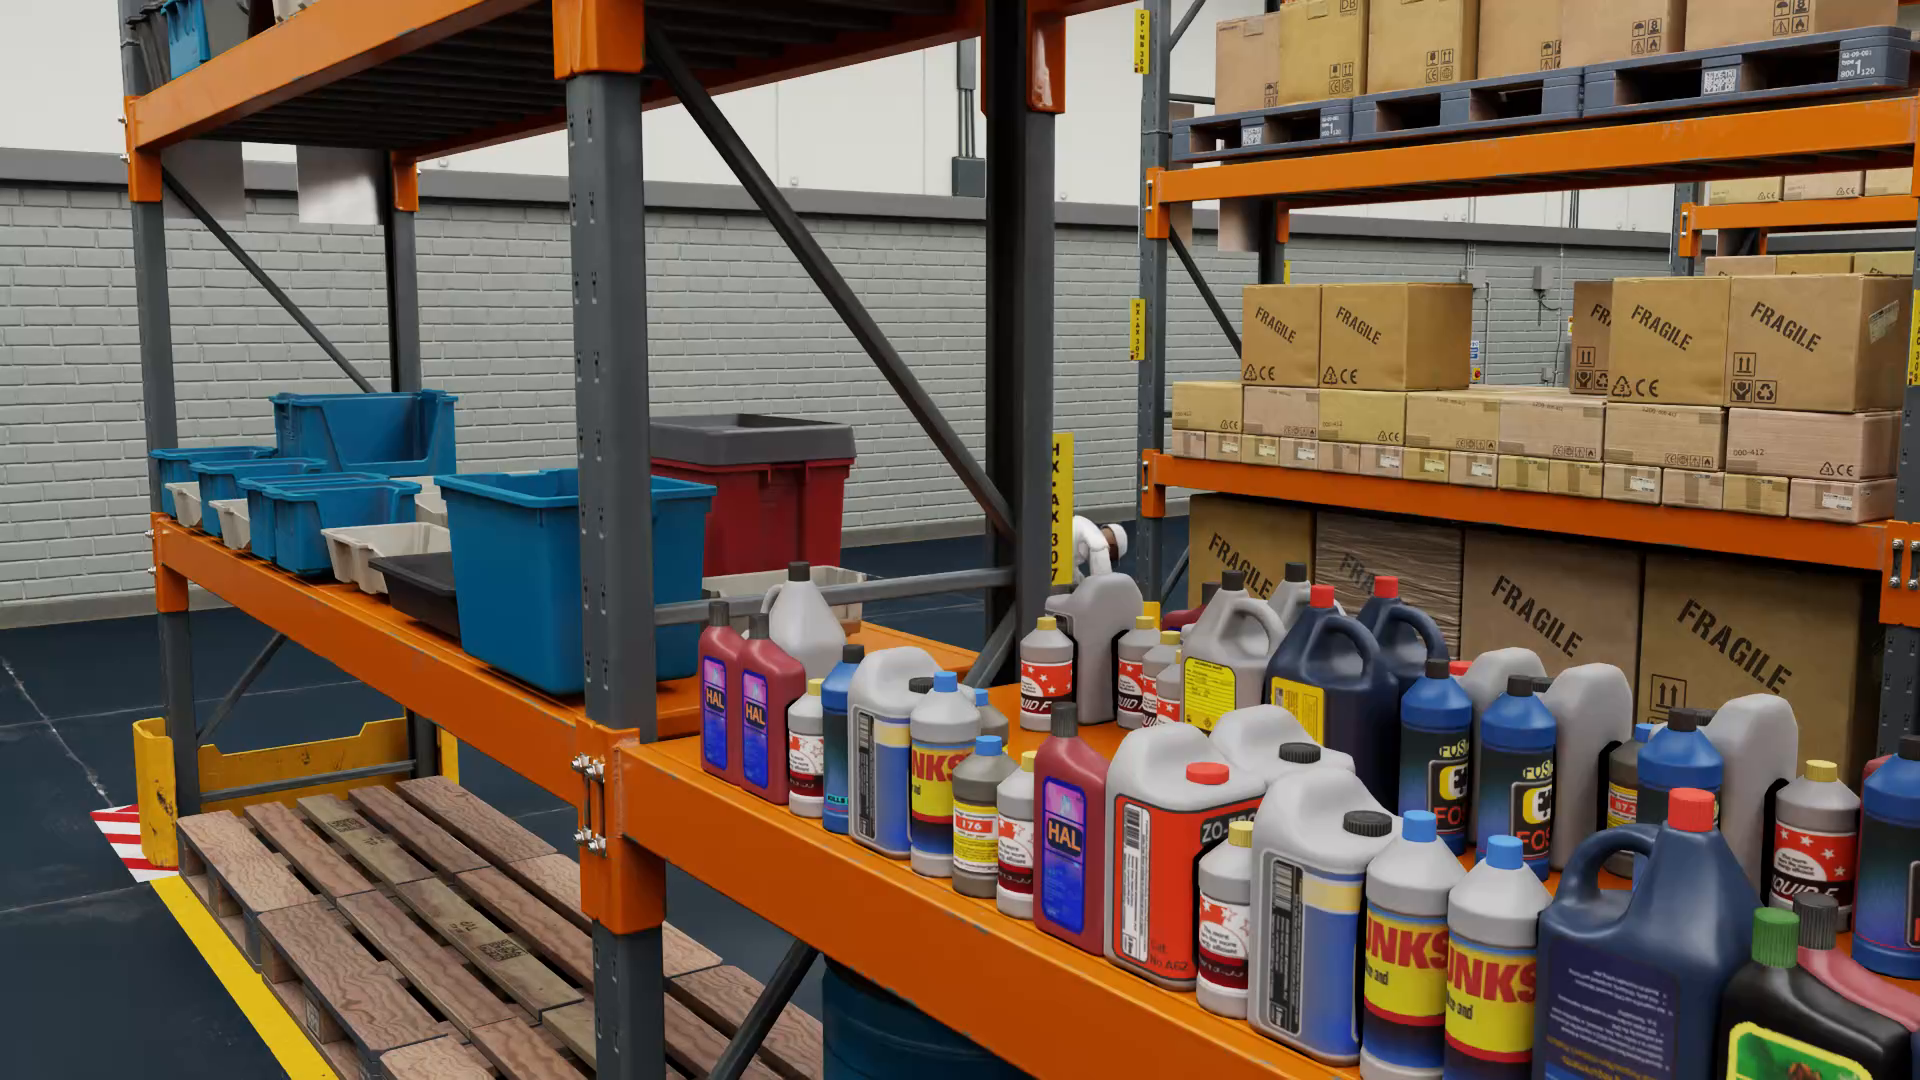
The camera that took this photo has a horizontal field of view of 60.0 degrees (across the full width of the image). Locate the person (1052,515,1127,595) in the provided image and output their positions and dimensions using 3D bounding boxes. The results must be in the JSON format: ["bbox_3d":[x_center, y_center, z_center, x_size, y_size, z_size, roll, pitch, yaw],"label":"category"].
[{"bbox_3d":[0.628,0.263,10.220,0.980,0.874,0.513,-5,9,-32],"label":"person"}]
